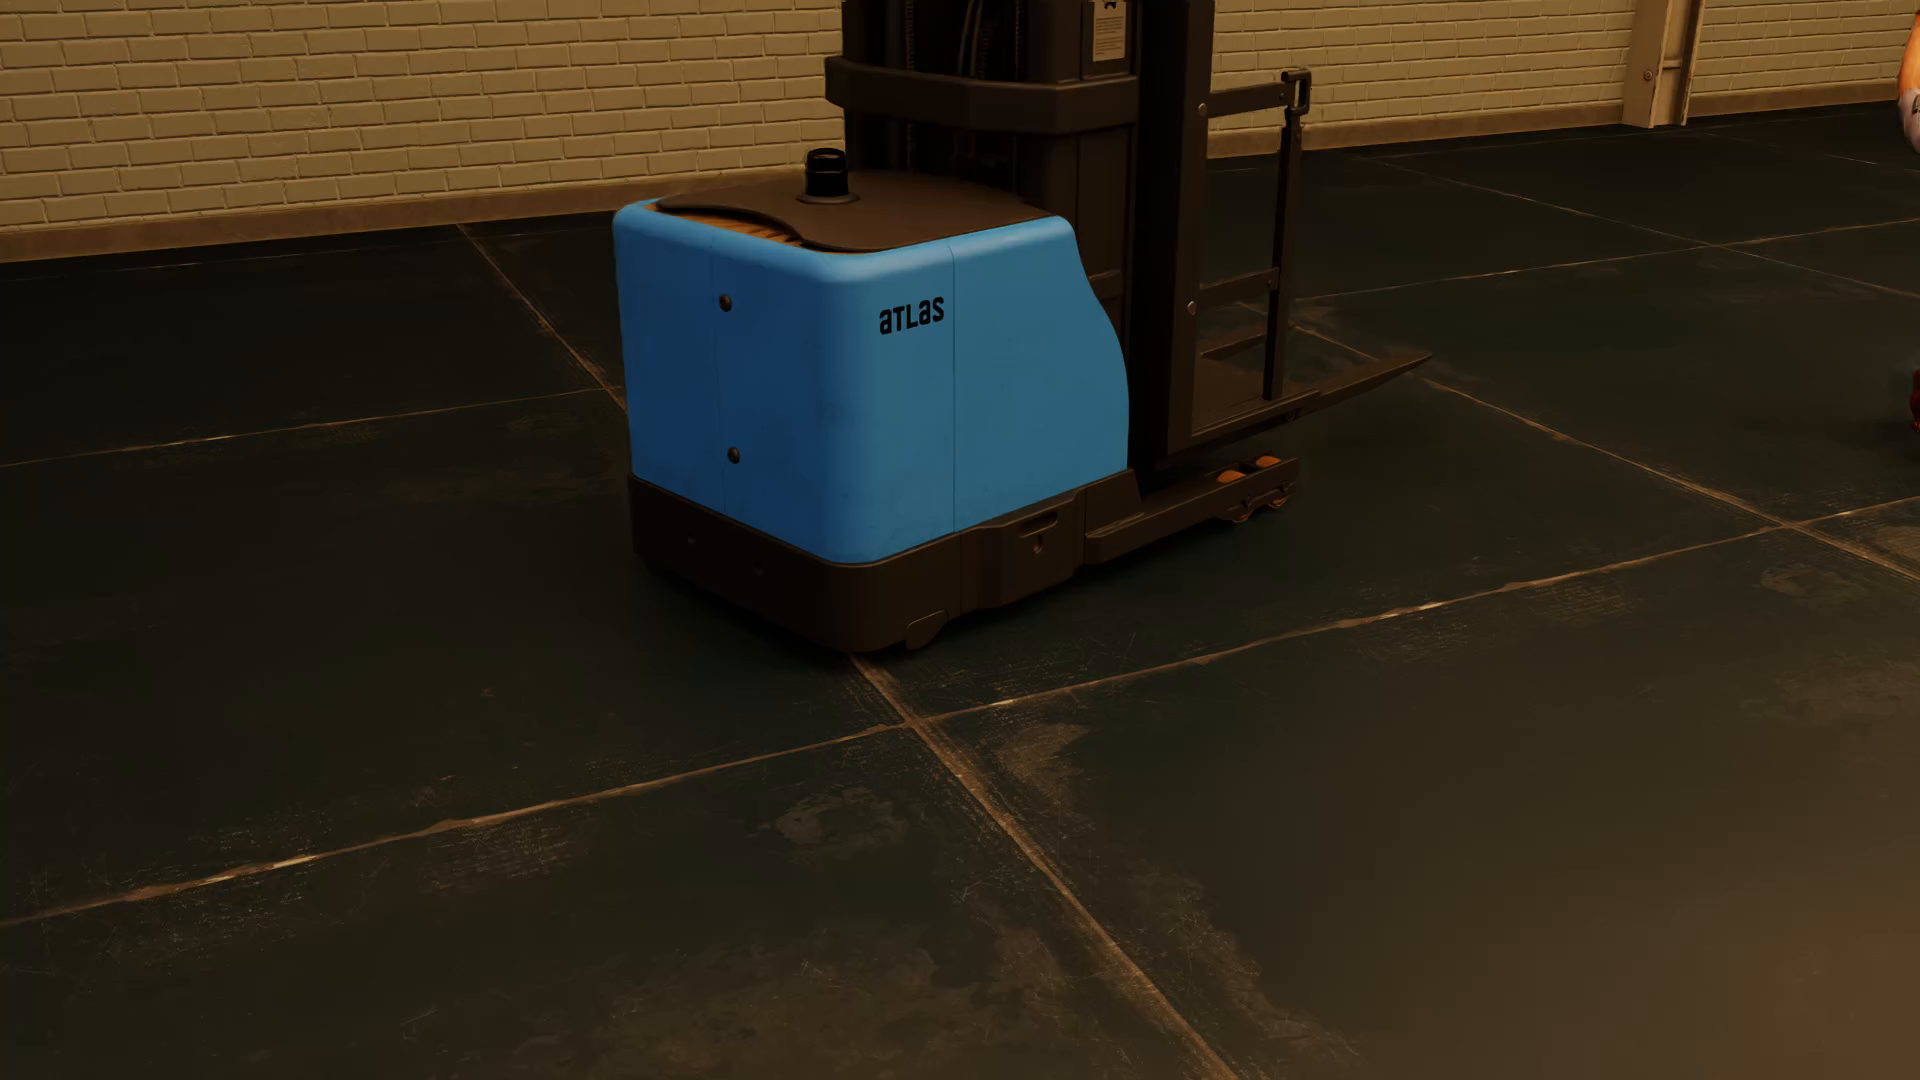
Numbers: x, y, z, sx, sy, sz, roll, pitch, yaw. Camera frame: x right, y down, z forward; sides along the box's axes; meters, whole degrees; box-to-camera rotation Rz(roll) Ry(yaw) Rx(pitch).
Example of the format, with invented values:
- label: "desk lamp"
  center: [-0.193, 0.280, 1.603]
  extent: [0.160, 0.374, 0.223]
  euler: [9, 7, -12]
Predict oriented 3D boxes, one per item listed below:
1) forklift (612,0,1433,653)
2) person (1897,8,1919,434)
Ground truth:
- label: "forklift"
  center: [0.449, -1.531, 4.972]
  extent: [3.031, 2.935, 1.130]
  euler: [-20, 30, -40]
- label: "person"
  center: [3.542, -1.095, 5.746]
  extent: [0.737, 1.577, 0.950]
  euler: [-3, 23, -7]
